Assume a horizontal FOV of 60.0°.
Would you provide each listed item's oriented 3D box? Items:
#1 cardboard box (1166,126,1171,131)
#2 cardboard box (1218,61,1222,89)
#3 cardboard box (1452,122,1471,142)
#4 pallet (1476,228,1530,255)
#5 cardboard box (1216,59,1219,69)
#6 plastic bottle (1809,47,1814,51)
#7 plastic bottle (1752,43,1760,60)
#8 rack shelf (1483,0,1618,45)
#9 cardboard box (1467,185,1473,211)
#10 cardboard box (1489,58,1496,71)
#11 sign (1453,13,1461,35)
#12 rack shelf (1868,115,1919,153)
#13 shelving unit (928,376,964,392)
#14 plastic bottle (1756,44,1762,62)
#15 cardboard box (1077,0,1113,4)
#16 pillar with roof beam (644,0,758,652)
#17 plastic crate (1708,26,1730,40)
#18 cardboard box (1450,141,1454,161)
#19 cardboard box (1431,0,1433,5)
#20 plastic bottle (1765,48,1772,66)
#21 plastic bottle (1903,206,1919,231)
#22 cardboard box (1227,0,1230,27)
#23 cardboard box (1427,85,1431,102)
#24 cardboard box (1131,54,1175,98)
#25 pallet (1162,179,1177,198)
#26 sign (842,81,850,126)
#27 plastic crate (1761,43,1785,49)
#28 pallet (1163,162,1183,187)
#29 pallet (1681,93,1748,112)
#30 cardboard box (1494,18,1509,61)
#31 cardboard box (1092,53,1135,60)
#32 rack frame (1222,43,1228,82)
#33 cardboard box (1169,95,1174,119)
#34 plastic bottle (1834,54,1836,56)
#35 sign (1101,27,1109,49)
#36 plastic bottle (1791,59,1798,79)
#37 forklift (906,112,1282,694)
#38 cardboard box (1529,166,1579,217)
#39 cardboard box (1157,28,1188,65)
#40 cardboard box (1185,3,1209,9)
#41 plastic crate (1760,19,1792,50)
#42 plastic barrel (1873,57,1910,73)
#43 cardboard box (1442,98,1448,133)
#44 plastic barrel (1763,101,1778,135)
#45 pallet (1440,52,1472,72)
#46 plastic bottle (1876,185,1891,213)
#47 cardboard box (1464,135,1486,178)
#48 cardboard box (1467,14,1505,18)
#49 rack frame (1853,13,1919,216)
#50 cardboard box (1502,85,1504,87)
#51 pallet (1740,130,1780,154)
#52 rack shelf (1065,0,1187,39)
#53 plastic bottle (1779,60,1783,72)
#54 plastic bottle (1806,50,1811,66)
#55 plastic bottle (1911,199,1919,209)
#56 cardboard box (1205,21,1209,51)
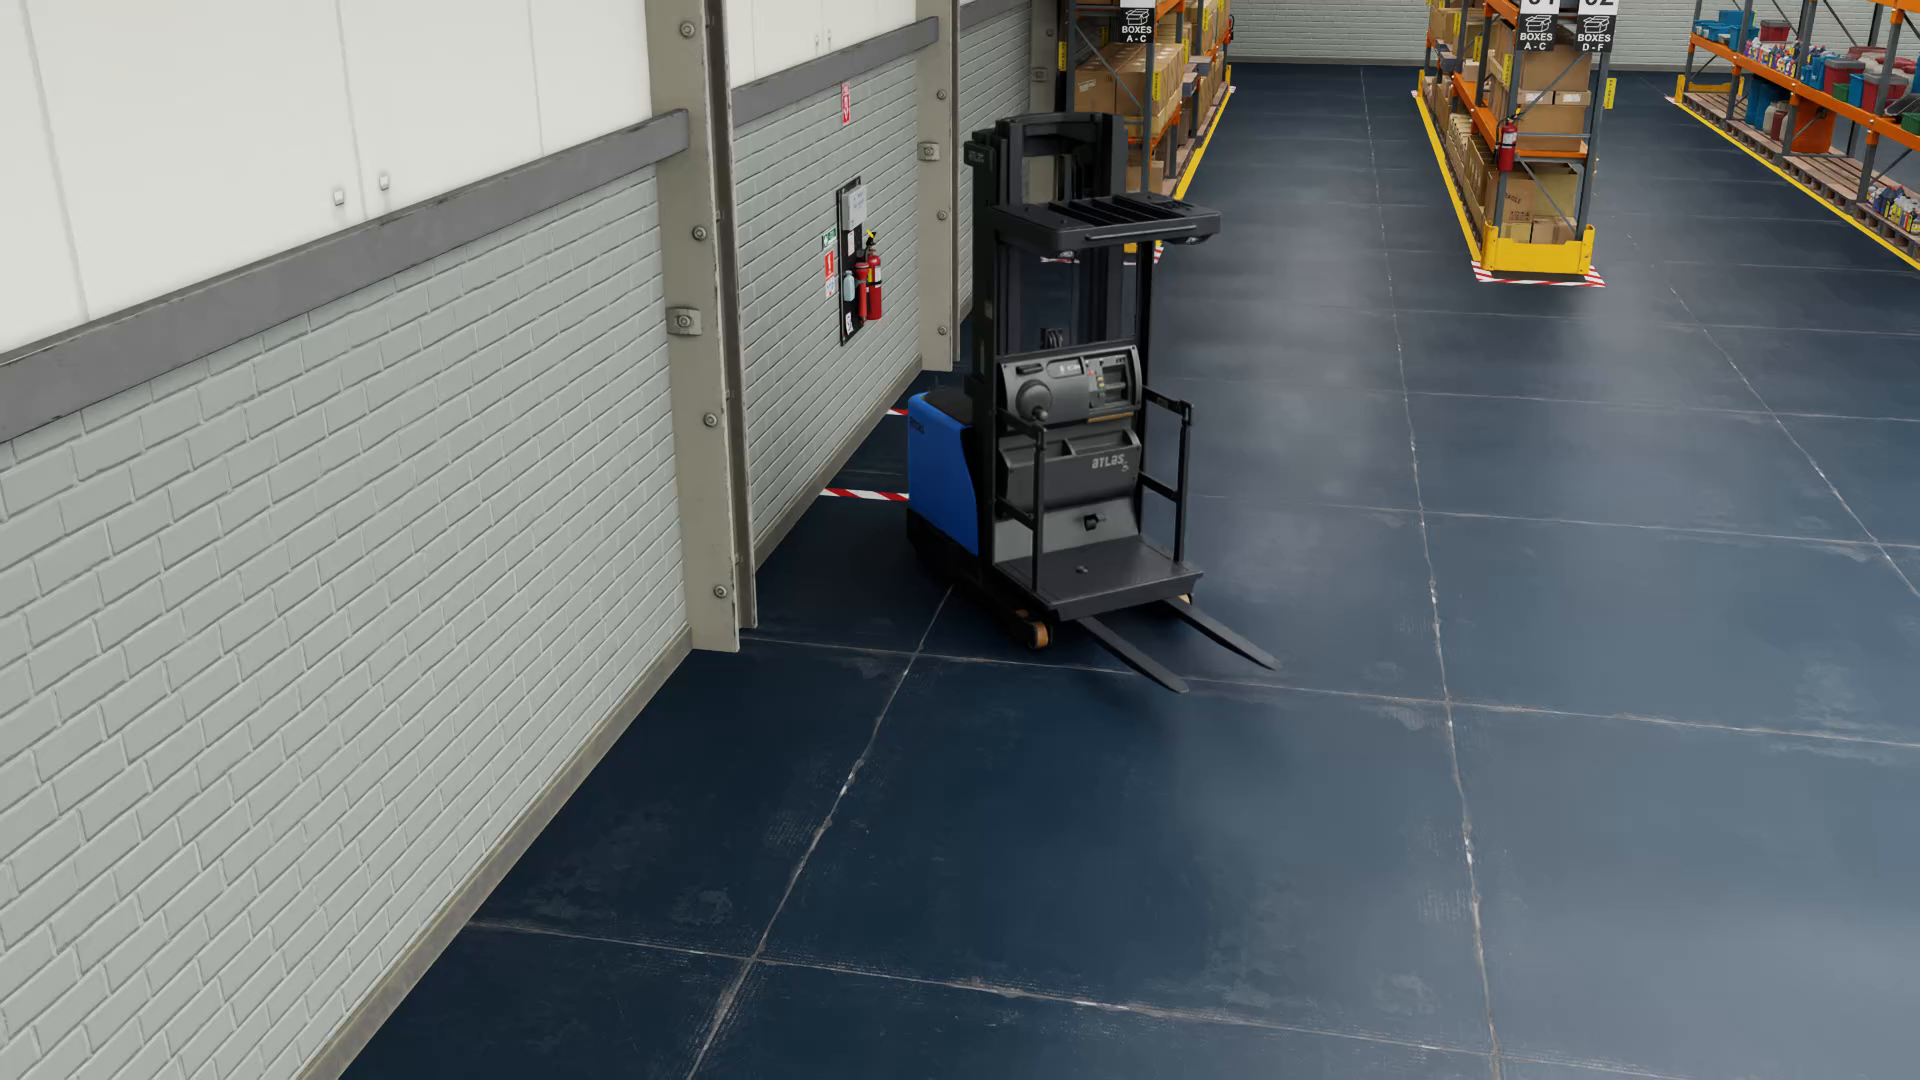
[{"bbox_3d":[2.743,-5.856,24.635,0.700,0.500,0.500,4,22,10],"label":"cardboard box"},{"bbox_3d":[4.854,-9.325,33.277,0.700,0.500,0.500,4,22,11],"label":"cardboard box"},{"bbox_3d":[7.619,-6.066,24.767,0.500,0.311,0.500,4,22,9],"label":"cardboard box"},{"bbox_3d":[6.702,-3.498,19.757,1.003,0.211,1.213,4,22,11],"label":"pallet"},{"bbox_3d":[4.793,-9.178,32.042,0.380,0.149,0.250,4,22,9],"label":"cardboard box"},{"bbox_3d":[13.915,-7.925,27.182,0.152,0.276,0.135,4,22,11],"label":"plastic bottle"},{"bbox_3d":[13.291,-8.144,27.733,0.097,0.271,0.097,0,22,0],"label":"plastic bottle"},{"bbox_3d":[6.995,-6.298,19.924,1.077,0.370,4.000,4,22,11],"label":"rack shelf"},{"bbox_3d":[6.797,-4.380,21.331,0.500,0.250,0.500,4,22,11],"label":"cardboard box"},{"bbox_3d":[7.158,-6.235,21.819,0.380,0.149,0.250,4,22,11],"label":"cardboard box"},{"bbox_3d":[7.686,-7.973,25.691,0.100,0.325,0.005,4,22,11],"label":"sign"},{"bbox_3d":[11.843,-4.528,19.543,1.077,0.370,4.000,4,22,11],"label":"rack shelf"},{"bbox_3d":[-0.093,-0.578,11.385,0.215,1.050,0.252,4,22,9],"label":"shelving unit"},{"bbox_3d":[13.210,-8.038,27.453,0.061,0.283,0.133,4,22,11],"label":"plastic bottle"},{"bbox_3d":[1.573,-6.504,19.312,0.500,0.500,0.500,6,23,15],"label":"cardboard box"},{"bbox_3d":[2.798,-3.273,7.435,9.100,9.000,0.400,4,22,11],"label":"pillar with roof beam"},{"bbox_3d":[14.058,-9.385,30.784,0.416,0.233,0.300,4,22,11],"label":"plastic crate"},{"bbox_3d":[7.623,-5.810,24.884,0.500,0.250,0.500,4,22,10],"label":"cardboard box"},{"bbox_3d":[9.503,-10.728,32.504,0.500,0.500,0.500,5,23,13],"label":"cardboard box"},{"bbox_3d":[13.109,-7.819,26.925,0.097,0.271,0.097,0,22,0],"label":"plastic bottle"},{"bbox_3d":[11.459,-3.866,19.994,0.152,0.276,0.135,5,22,11],"label":"plastic bottle"},{"bbox_3d":[4.907,-10.688,33.476,0.980,0.700,0.700,5,23,13],"label":"cardboard box"},{"bbox_3d":[9.027,-8.359,31.103,0.500,0.311,0.500,4,22,11],"label":"cardboard box"},{"bbox_3d":[2.444,-5.882,21.115,0.500,0.500,0.500,5,23,13],"label":"cardboard box"},{"bbox_3d":[2.450,-4.806,23.005,1.003,0.211,1.213,4,22,11],"label":"pallet"},{"bbox_3d":[-0.833,-3.192,12.160,0.001,0.298,0.199,4,22,11],"label":"sign"},{"bbox_3d":[14.118,-8.583,28.923,0.396,0.136,0.243,4,22,11],"label":"plastic crate"},{"bbox_3d":[2.710,-5.339,24.328,1.003,0.211,1.213,4,22,11],"label":"pallet"},{"bbox_3d":[14.493,-8.389,31.901,1.003,0.211,1.213,4,22,11],"label":"pallet"},{"bbox_3d":[7.318,-6.457,21.501,0.700,0.500,0.500,5,22,11],"label":"cardboard box"},{"bbox_3d":[1.941,-5.918,21.203,0.500,0.500,0.500,5,22,12],"label":"cardboard box"},{"bbox_3d":[5.001,-10.737,33.997,1.000,3.000,0.127,4,22,11],"label":"rack frame"},{"bbox_3d":[2.454,-5.541,21.269,0.500,0.250,0.500,5,22,11],"label":"cardboard box"},{"bbox_3d":[13.691,-7.472,26.064,0.097,0.271,0.097,0,22,0],"label":"plastic bottle"},{"bbox_3d":[2.008,-6.926,22.986,0.100,0.325,0.005,4,22,11],"label":"sign"},{"bbox_3d":[12.732,-7.182,25.327,0.061,0.283,0.133,4,22,11],"label":"plastic bottle"},{"bbox_3d":[0.764,-0.907,9.681,1.130,2.935,3.031,-11,24,-25],"label":"forklift"},{"bbox_3d":[7.014,-4.138,19.728,0.500,0.500,0.500,4,22,11],"label":"cardboard box"},{"bbox_3d":[3.050,-7.431,25.067,0.700,0.500,0.500,4,22,11],"label":"cardboard box"},{"bbox_3d":[3.823,-8.695,27.366,0.500,0.250,0.500,4,22,10],"label":"cardboard box"},{"bbox_3d":[14.311,-8.883,29.230,0.402,0.464,0.583,4,22,11],"label":"plastic crate"},{"bbox_3d":[12.899,-6.415,23.086,0.433,0.535,0.433,0,22,0],"label":"plastic barrel"},{"bbox_3d":[8.286,-7.028,27.547,0.500,0.500,0.500,4,22,9],"label":"cardboard box"},{"bbox_3d":[13.409,-6.903,27.246,0.421,0.512,0.421,0,22,0],"label":"plastic barrel"},{"bbox_3d":[8.288,-7.599,26.463,1.213,0.211,1.003,4,22,11],"label":"pallet"},{"bbox_3d":[11.680,-4.304,20.983,0.144,0.351,0.185,5,22,12],"label":"plastic bottle"},{"bbox_3d":[7.002,-5.093,22.099,0.500,0.500,0.500,4,22,11],"label":"cardboard box"},{"bbox_3d":[8.735,-8.488,27.717,0.700,0.500,0.500,-1,22,-3],"label":"cardboard box"},{"bbox_3d":[12.251,-5.593,21.225,1.000,3.000,0.127,4,22,11],"label":"rack frame"},{"bbox_3d":[6.792,-5.578,20.186,0.380,0.149,0.250,4,22,10],"label":"cardboard box"},{"bbox_3d":[13.438,-6.498,27.207,1.003,0.211,1.213,4,22,11],"label":"pallet"},{"bbox_3d":[2.144,-6.674,20.858,1.077,0.370,4.000,4,22,11],"label":"rack shelf"},{"bbox_3d":[12.920,-7.447,26.095,0.097,0.201,0.097,0,22,0],"label":"plastic bottle"},{"bbox_3d":[13.741,-7.841,26.979,0.097,0.271,0.097,0,22,0],"label":"plastic bottle"},{"bbox_3d":[11.705,-4.043,20.435,0.152,0.276,0.135,4,22,11],"label":"plastic bottle"},{"bbox_3d":[3.834,-8.353,27.521,0.500,0.500,0.500,5,23,13],"label":"cardboard box"}]
